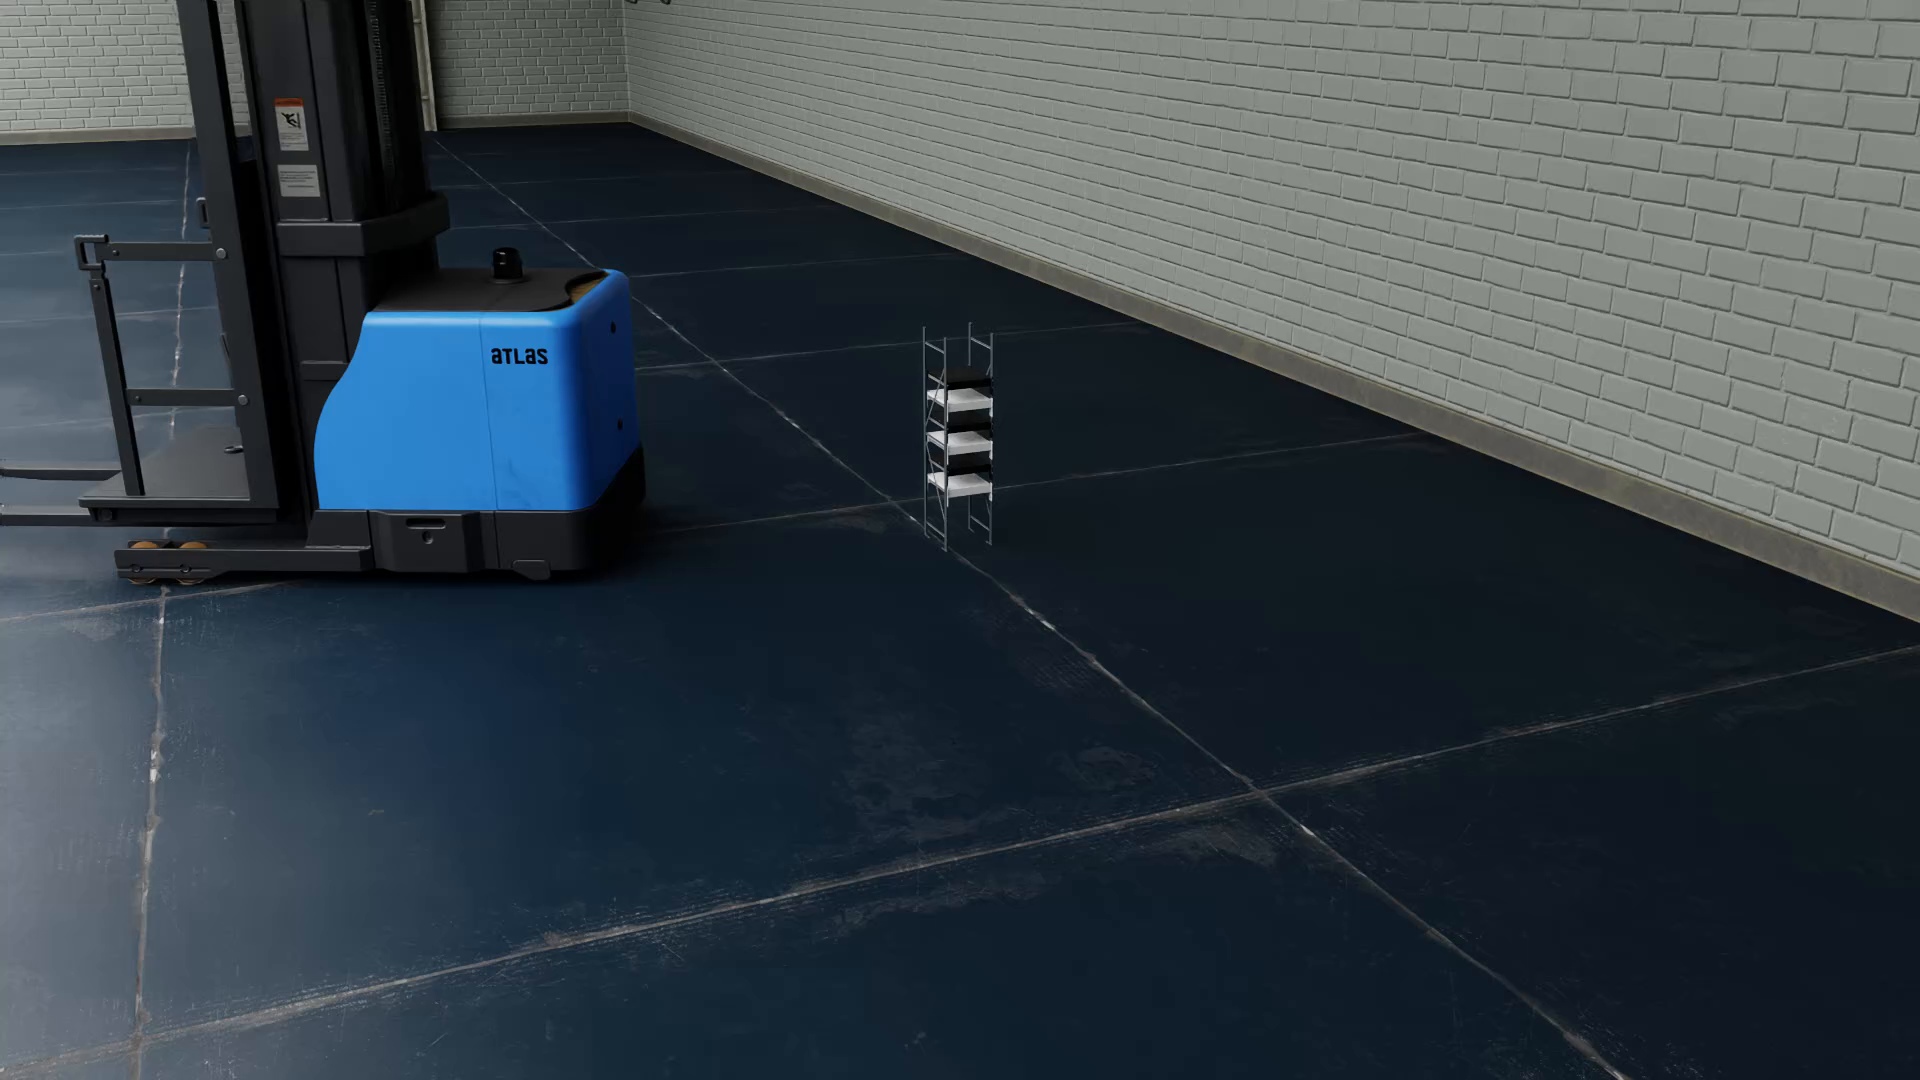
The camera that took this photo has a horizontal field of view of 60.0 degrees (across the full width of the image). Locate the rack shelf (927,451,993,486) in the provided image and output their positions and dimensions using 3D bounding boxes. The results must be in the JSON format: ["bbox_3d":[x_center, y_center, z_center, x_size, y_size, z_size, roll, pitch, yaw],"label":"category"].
[{"bbox_3d":[-0.007,-0.307,6.911,0.200,0.077,0.258,-8,21,-22],"label":"rack shelf"}]

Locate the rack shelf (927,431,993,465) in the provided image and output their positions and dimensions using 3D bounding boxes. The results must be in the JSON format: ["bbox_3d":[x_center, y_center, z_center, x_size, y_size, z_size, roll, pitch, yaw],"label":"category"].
[{"bbox_3d":[-0.007,-0.392,6.881,0.200,0.077,0.258,-8,21,-22],"label":"rack shelf"}]

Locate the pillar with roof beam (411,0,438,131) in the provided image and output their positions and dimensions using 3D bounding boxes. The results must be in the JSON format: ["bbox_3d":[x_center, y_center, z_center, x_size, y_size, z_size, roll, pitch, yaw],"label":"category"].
[{"bbox_3d":[-5.858,-8.688,18.147,0.400,9.000,9.100,-8,21,-22],"label":"pillar with roof beam"}]

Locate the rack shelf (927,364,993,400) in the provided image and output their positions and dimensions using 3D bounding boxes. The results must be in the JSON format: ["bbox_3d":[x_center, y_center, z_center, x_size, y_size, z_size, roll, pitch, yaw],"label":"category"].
[{"bbox_3d":[-0.007,-0.647,6.791,0.200,0.077,0.258,-8,21,-22],"label":"rack shelf"}]

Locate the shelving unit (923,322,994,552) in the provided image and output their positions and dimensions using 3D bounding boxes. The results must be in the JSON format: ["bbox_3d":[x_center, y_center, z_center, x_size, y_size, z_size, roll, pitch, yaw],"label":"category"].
[{"bbox_3d":[-0.007,-0.423,6.870,0.210,0.900,0.258,-8,21,-22],"label":"shelving unit"}]

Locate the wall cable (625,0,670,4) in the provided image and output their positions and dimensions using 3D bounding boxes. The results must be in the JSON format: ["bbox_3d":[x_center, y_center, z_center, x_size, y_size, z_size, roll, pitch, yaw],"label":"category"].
[{"bbox_3d":[-4.334,-8.520,22.346,0.112,2.526,3.097,-8,21,-22],"label":"wall cable"}]

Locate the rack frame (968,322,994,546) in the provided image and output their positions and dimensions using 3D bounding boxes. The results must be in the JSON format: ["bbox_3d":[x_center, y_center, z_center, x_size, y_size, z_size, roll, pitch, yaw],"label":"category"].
[{"bbox_3d":[0.086,-0.437,6.908,0.006,0.900,0.240,-8,21,-22],"label":"rack frame"}]

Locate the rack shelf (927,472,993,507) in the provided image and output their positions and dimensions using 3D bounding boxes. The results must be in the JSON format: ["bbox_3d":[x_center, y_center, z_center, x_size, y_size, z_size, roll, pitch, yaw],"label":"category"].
[{"bbox_3d":[-0.007,-0.222,6.940,0.200,0.077,0.258,-8,21,-22],"label":"rack shelf"}]

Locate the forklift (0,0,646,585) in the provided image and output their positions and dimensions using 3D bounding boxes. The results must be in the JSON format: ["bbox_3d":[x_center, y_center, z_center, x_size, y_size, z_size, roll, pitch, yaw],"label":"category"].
[{"bbox_3d":[-2.914,-1.380,6.529,3.031,2.935,1.130,0,19,1],"label":"forklift"}]

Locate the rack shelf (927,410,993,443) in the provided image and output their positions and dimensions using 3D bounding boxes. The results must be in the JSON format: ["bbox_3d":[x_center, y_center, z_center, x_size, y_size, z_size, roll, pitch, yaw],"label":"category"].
[{"bbox_3d":[-0.007,-0.477,6.851,0.200,0.077,0.258,-8,21,-22],"label":"rack shelf"}]

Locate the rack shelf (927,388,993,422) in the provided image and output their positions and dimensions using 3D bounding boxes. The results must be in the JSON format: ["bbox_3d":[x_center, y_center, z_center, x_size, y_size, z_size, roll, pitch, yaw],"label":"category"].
[{"bbox_3d":[-0.007,-0.562,6.821,0.200,0.077,0.258,-8,21,-22],"label":"rack shelf"}]

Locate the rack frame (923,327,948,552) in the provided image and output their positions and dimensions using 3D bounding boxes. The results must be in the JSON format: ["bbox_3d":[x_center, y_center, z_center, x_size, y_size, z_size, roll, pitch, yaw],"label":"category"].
[{"bbox_3d":[-0.101,-0.410,6.832,0.006,0.900,0.240,-8,21,-22],"label":"rack frame"}]
